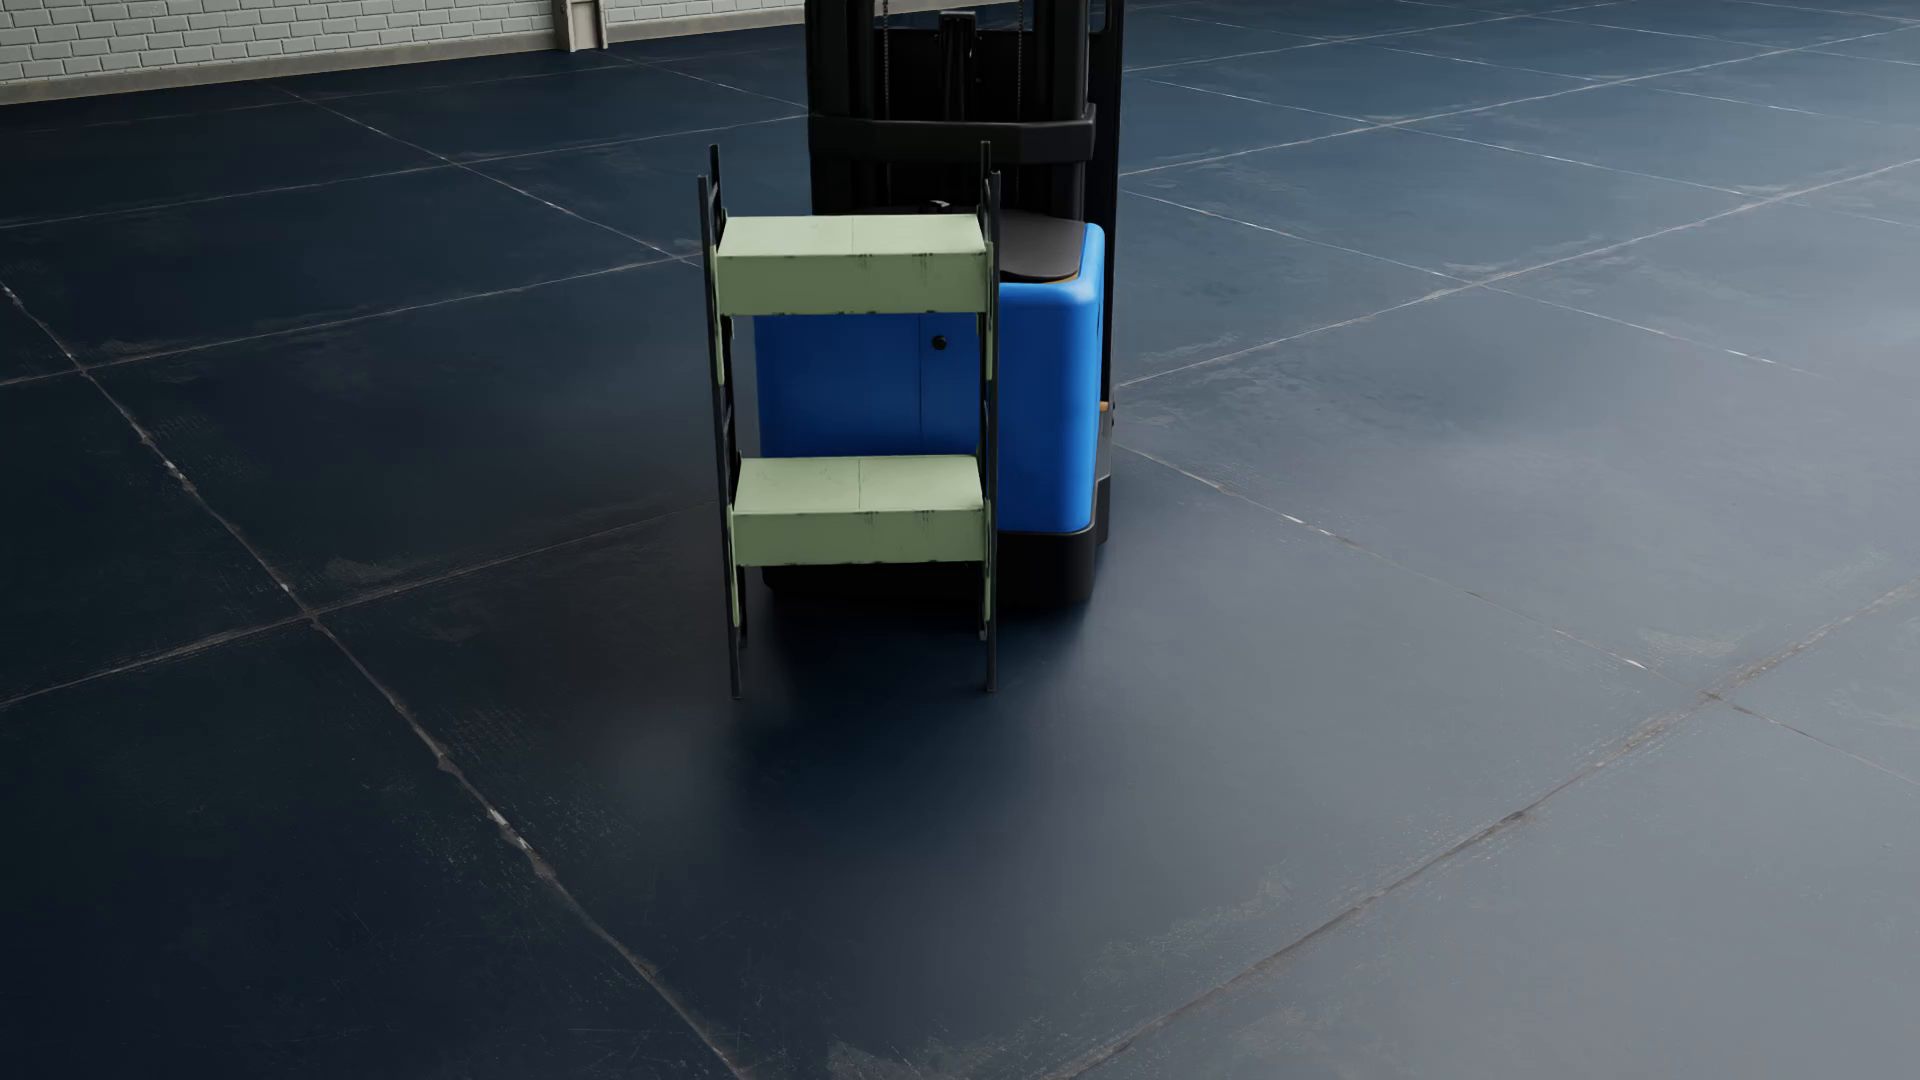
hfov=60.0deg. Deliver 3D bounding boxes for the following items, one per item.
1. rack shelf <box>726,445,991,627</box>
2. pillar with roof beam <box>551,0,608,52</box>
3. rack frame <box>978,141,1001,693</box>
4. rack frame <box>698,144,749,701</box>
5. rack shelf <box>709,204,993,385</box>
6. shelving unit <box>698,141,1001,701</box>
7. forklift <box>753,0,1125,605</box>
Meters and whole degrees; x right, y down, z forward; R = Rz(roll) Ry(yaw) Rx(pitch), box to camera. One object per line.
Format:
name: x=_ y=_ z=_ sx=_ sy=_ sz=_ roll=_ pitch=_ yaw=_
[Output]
rack shelf: x=-0.286 y=-0.018 z=4.781 sx=0.720 sy=0.370 sz=0.431 roll=-1 pitch=25 yaw=-3
pillar with roof beam: x=-0.950 y=-7.351 z=10.900 sx=0.400 sy=9.000 sz=9.100 roll=-18 pitch=31 yaw=-34
rack frame: x=0.080 y=-0.322 z=4.662 sx=0.023 sy=1.500 sz=0.400 roll=-1 pitch=25 yaw=-3
rack frame: x=-0.651 y=-0.305 z=4.625 sx=0.023 sy=1.500 sz=0.400 roll=-1 pitch=25 yaw=-3
rack shelf: x=-0.286 y=-0.667 z=4.479 sx=0.720 sy=0.370 sz=0.431 roll=-1 pitch=25 yaw=-3
shelving unit: x=-0.286 y=-0.313 z=4.644 sx=0.755 sy=1.500 sz=0.431 roll=-1 pitch=25 yaw=-3
forklift: x=0.042 y=-1.714 z=5.962 sx=1.130 sy=2.935 sz=3.031 roll=3 pitch=25 yaw=5
